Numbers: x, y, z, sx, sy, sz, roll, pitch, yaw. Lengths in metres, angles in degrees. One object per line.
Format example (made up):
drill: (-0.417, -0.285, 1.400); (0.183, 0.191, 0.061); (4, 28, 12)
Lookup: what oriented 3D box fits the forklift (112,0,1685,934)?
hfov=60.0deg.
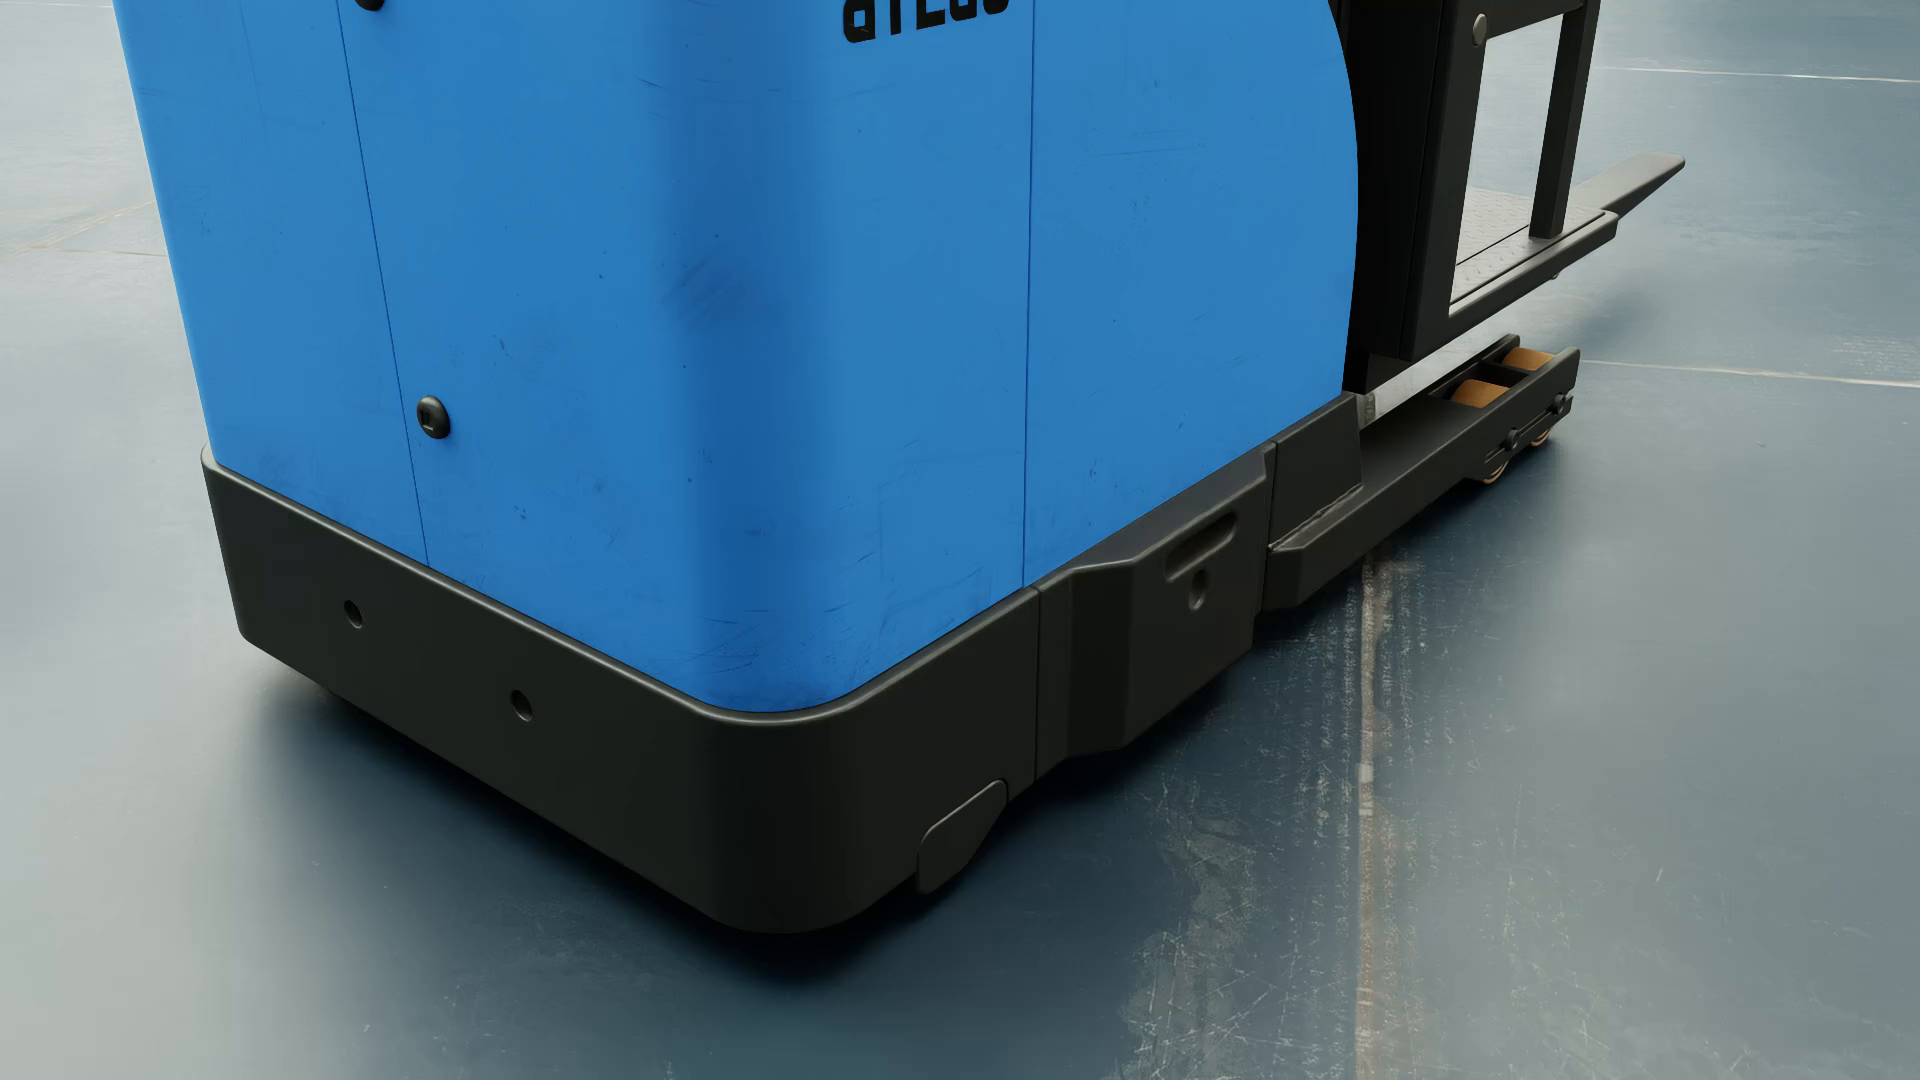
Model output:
forklift: (0.391, -1.525, 2.269); (1.130, 2.935, 3.031); (20, 33, 34)
